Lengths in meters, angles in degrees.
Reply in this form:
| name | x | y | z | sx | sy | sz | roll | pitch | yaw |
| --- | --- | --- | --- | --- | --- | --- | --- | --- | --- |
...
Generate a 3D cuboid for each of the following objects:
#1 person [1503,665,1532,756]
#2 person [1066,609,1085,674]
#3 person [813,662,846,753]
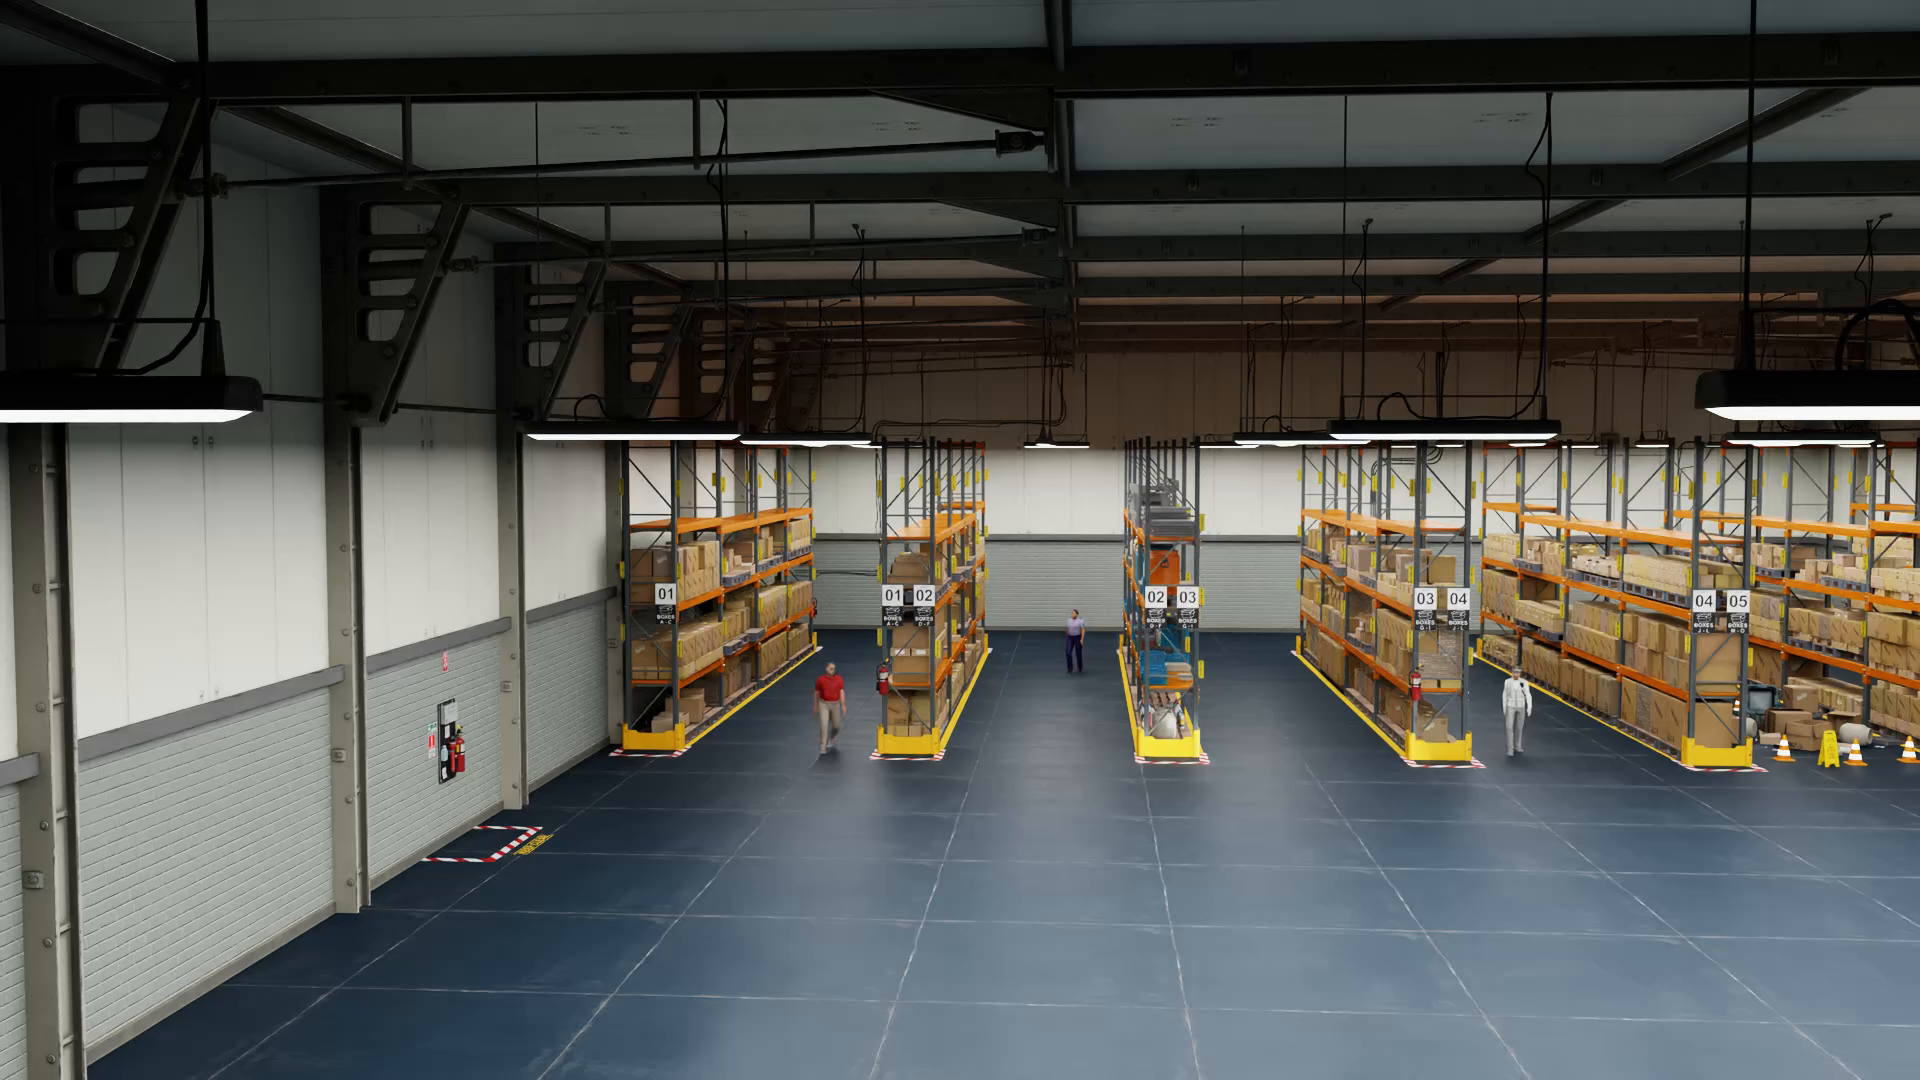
| name | x | y | z | sx | sy | sz | roll | pitch | yaw |
| --- | --- | --- | --- | --- | --- | --- | --- | --- | --- |
| person | 10.540 | 3.218 | 31.462 | 0.530 | 1.706 | 0.593 | 1 | 3 | 18 |
| person | 2.981 | 2.628 | 42.946 | 0.527 | 1.706 | 0.557 | 1 | 3 | 25 |
| person | -2.499 | 3.169 | 31.733 | 0.576 | 1.692 | 0.841 | -1 | 3 | -18 |
